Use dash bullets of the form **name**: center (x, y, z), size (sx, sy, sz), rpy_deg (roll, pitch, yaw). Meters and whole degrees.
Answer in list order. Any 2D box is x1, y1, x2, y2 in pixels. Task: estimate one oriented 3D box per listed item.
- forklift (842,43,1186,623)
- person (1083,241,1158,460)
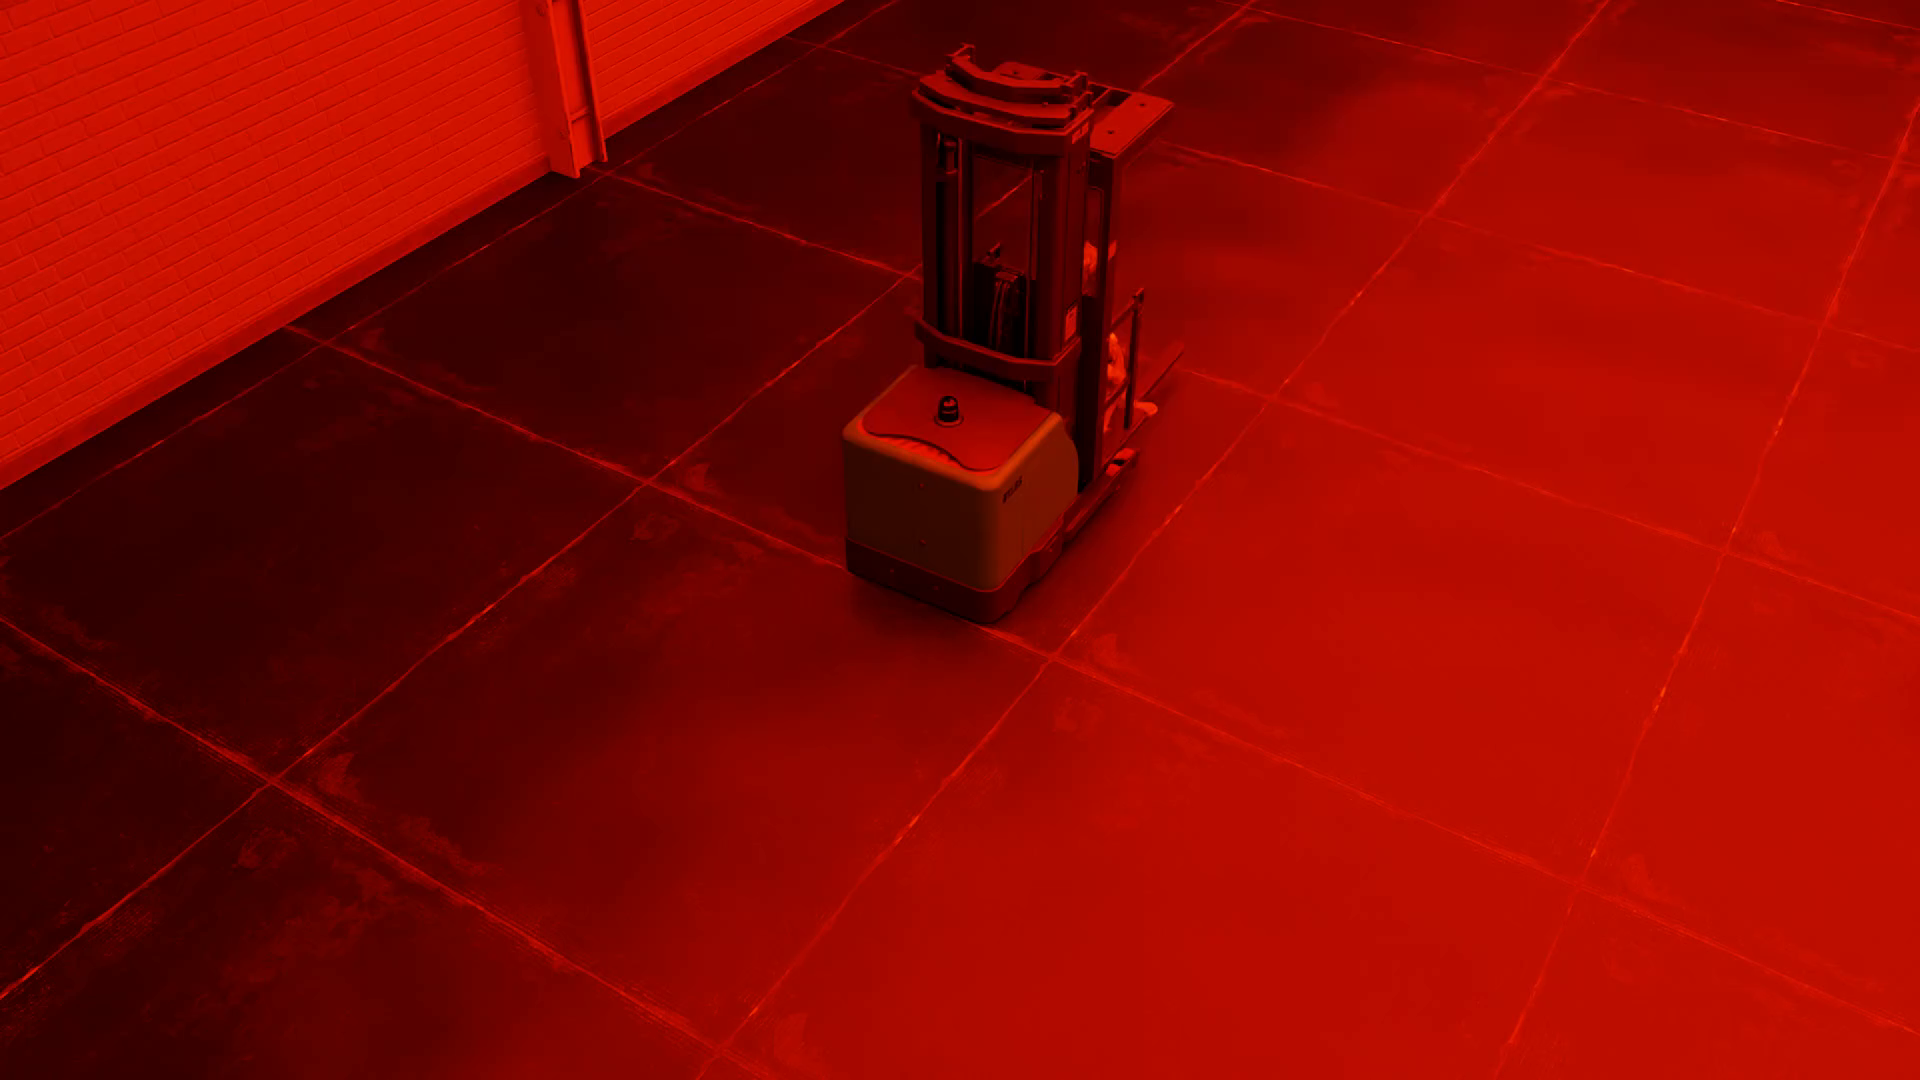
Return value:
- **forklift**: center (0.504, -1.576, 9.827), size (1.130, 2.935, 3.031), rpy_deg (21, 45, 23)
- **person**: center (0.832, -1.237, 10.385), size (0.883, 1.405, 0.708), rpy_deg (-9, 41, -10)
